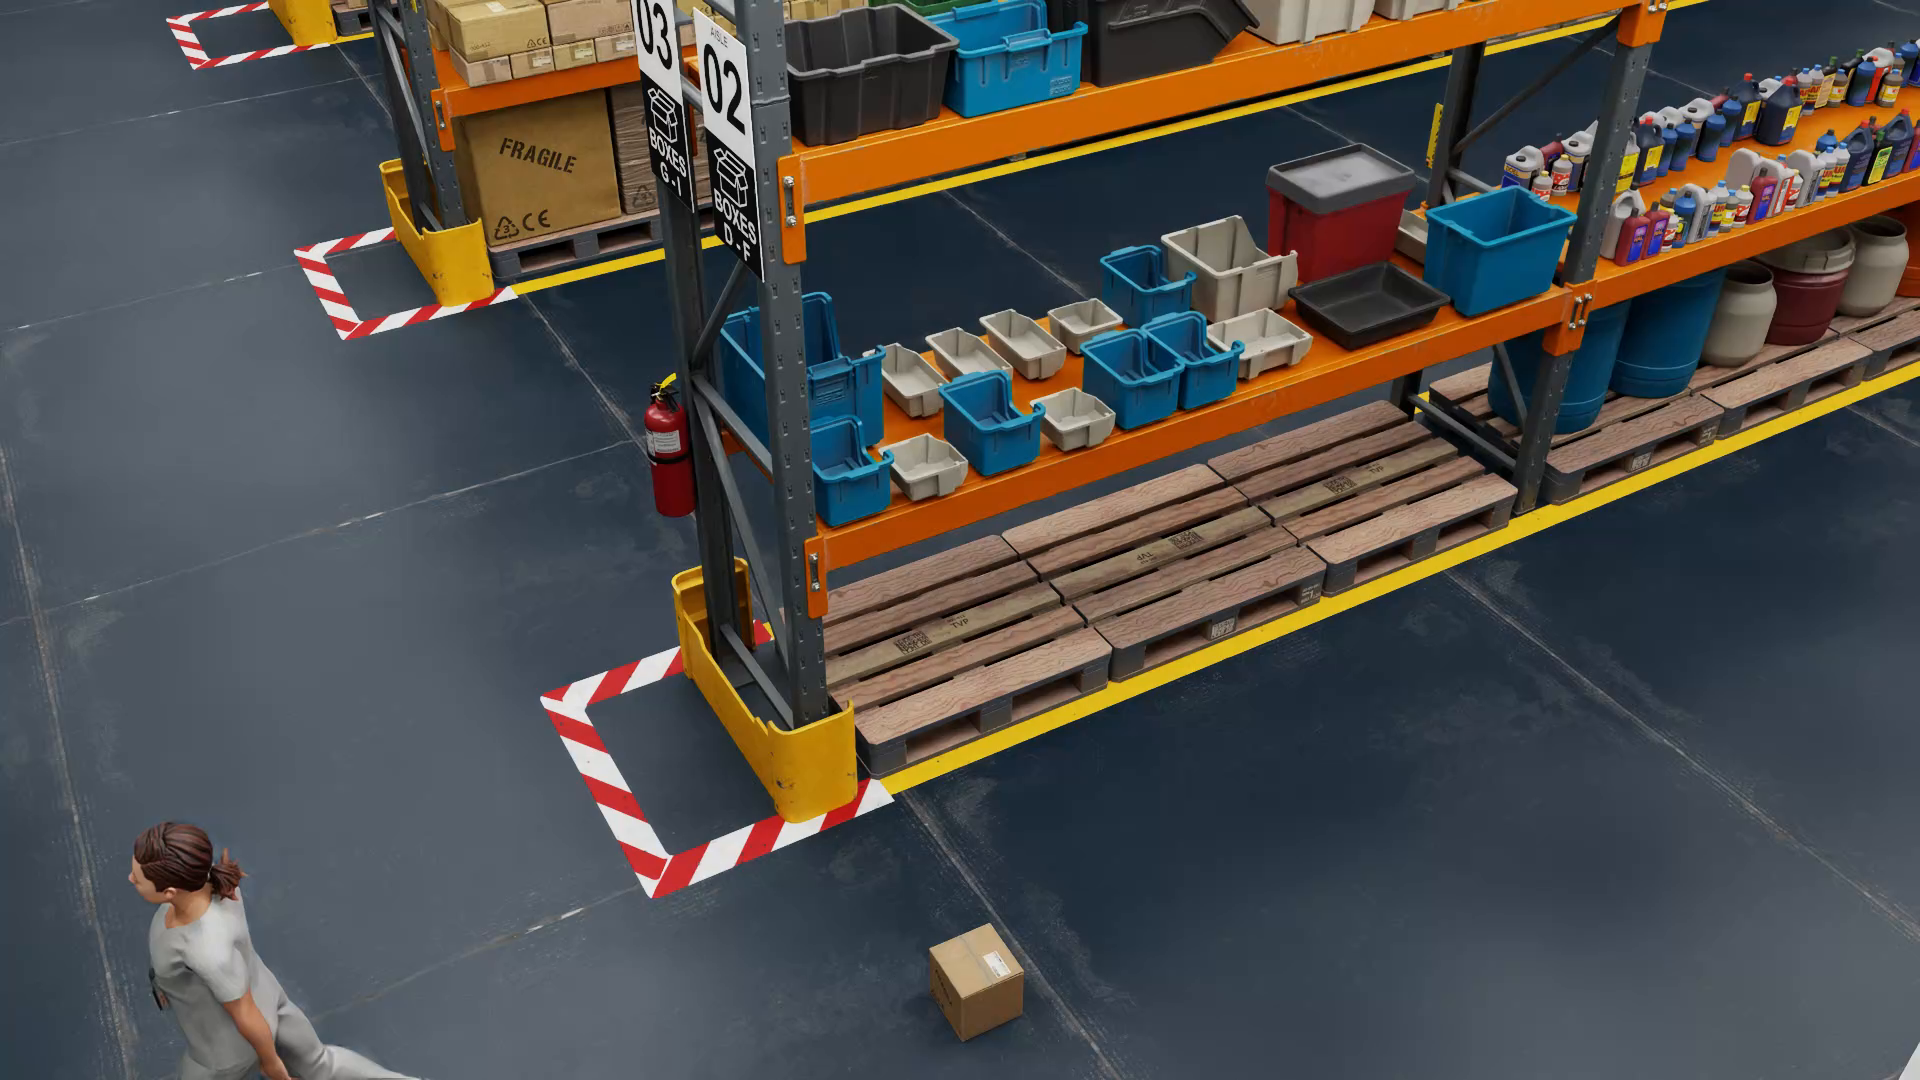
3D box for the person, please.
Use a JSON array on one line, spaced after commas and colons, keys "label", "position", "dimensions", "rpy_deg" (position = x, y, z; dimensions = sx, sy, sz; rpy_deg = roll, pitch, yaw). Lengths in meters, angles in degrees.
[{"label": "person", "position": [-2.208, 1.434, 5.026], "dimensions": [1.049, 1.618, 0.458], "rpy_deg": [-11, 38, -14]}]
